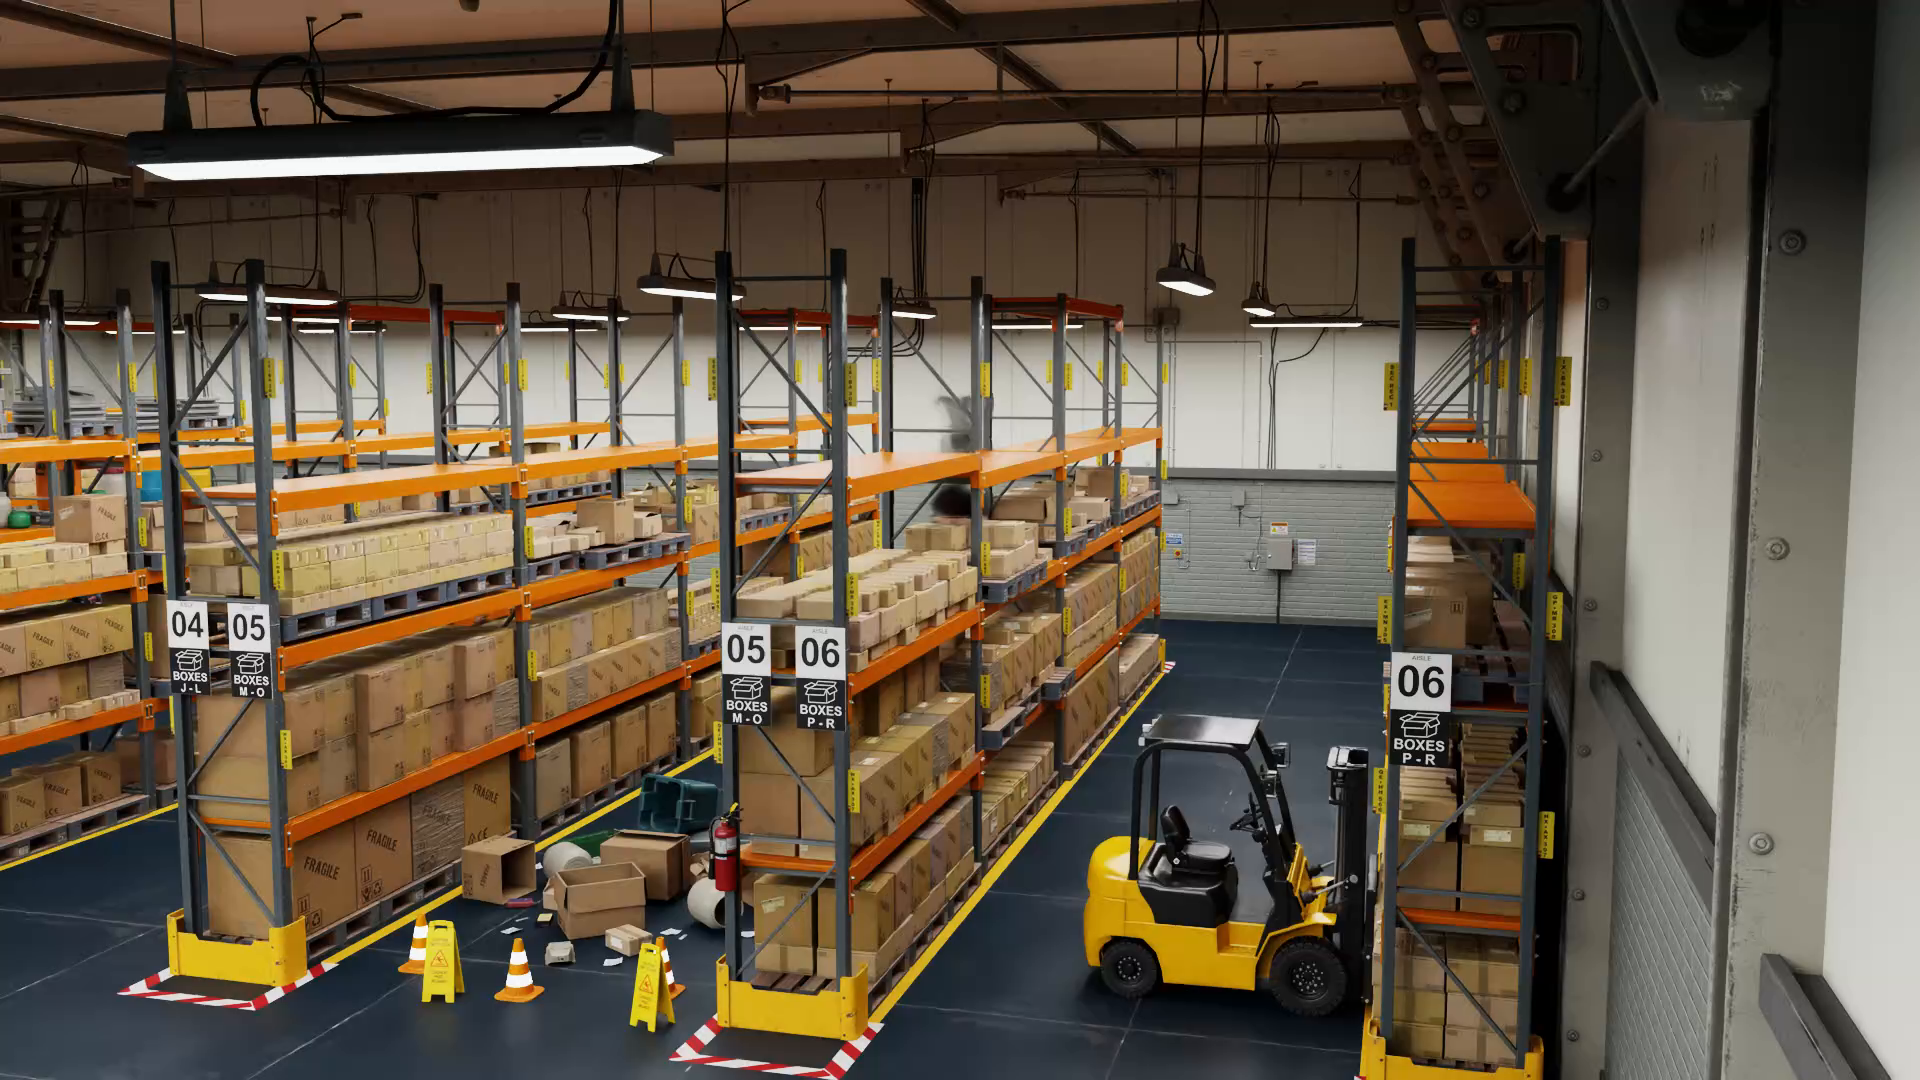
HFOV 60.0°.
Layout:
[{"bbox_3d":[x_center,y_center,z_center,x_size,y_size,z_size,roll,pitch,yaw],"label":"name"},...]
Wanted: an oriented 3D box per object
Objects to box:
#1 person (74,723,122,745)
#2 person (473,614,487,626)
[{"bbox_3d":[-11.638,2.032,22.355,0.615,1.625,1.003,1,6,12],"label":"person"},{"bbox_3d":[-6.885,1.831,24.001,0.581,1.694,0.765,2,6,20],"label":"person"}]
